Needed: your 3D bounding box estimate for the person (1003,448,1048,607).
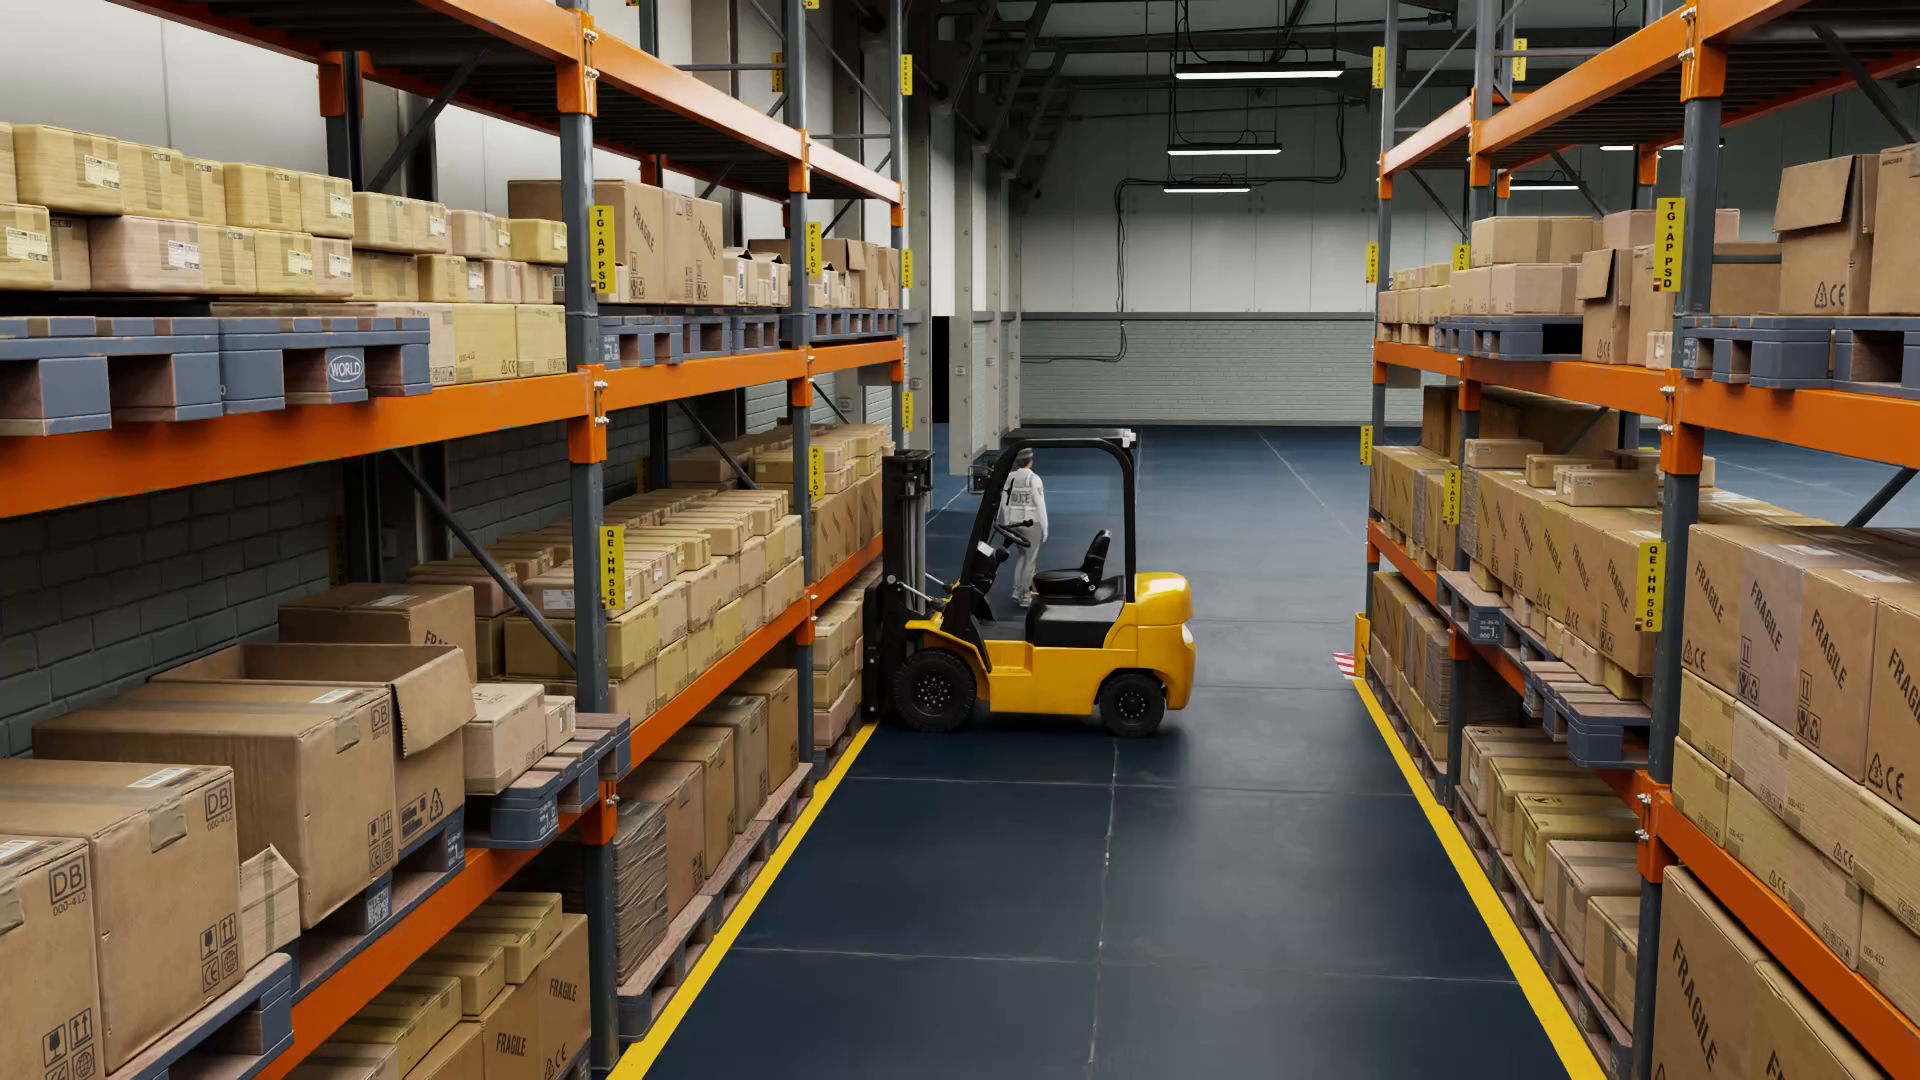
[{"bbox_3d":[0.711,-0.125,17.228,0.518,1.712,0.376,7,10,42],"label":"person"}]
